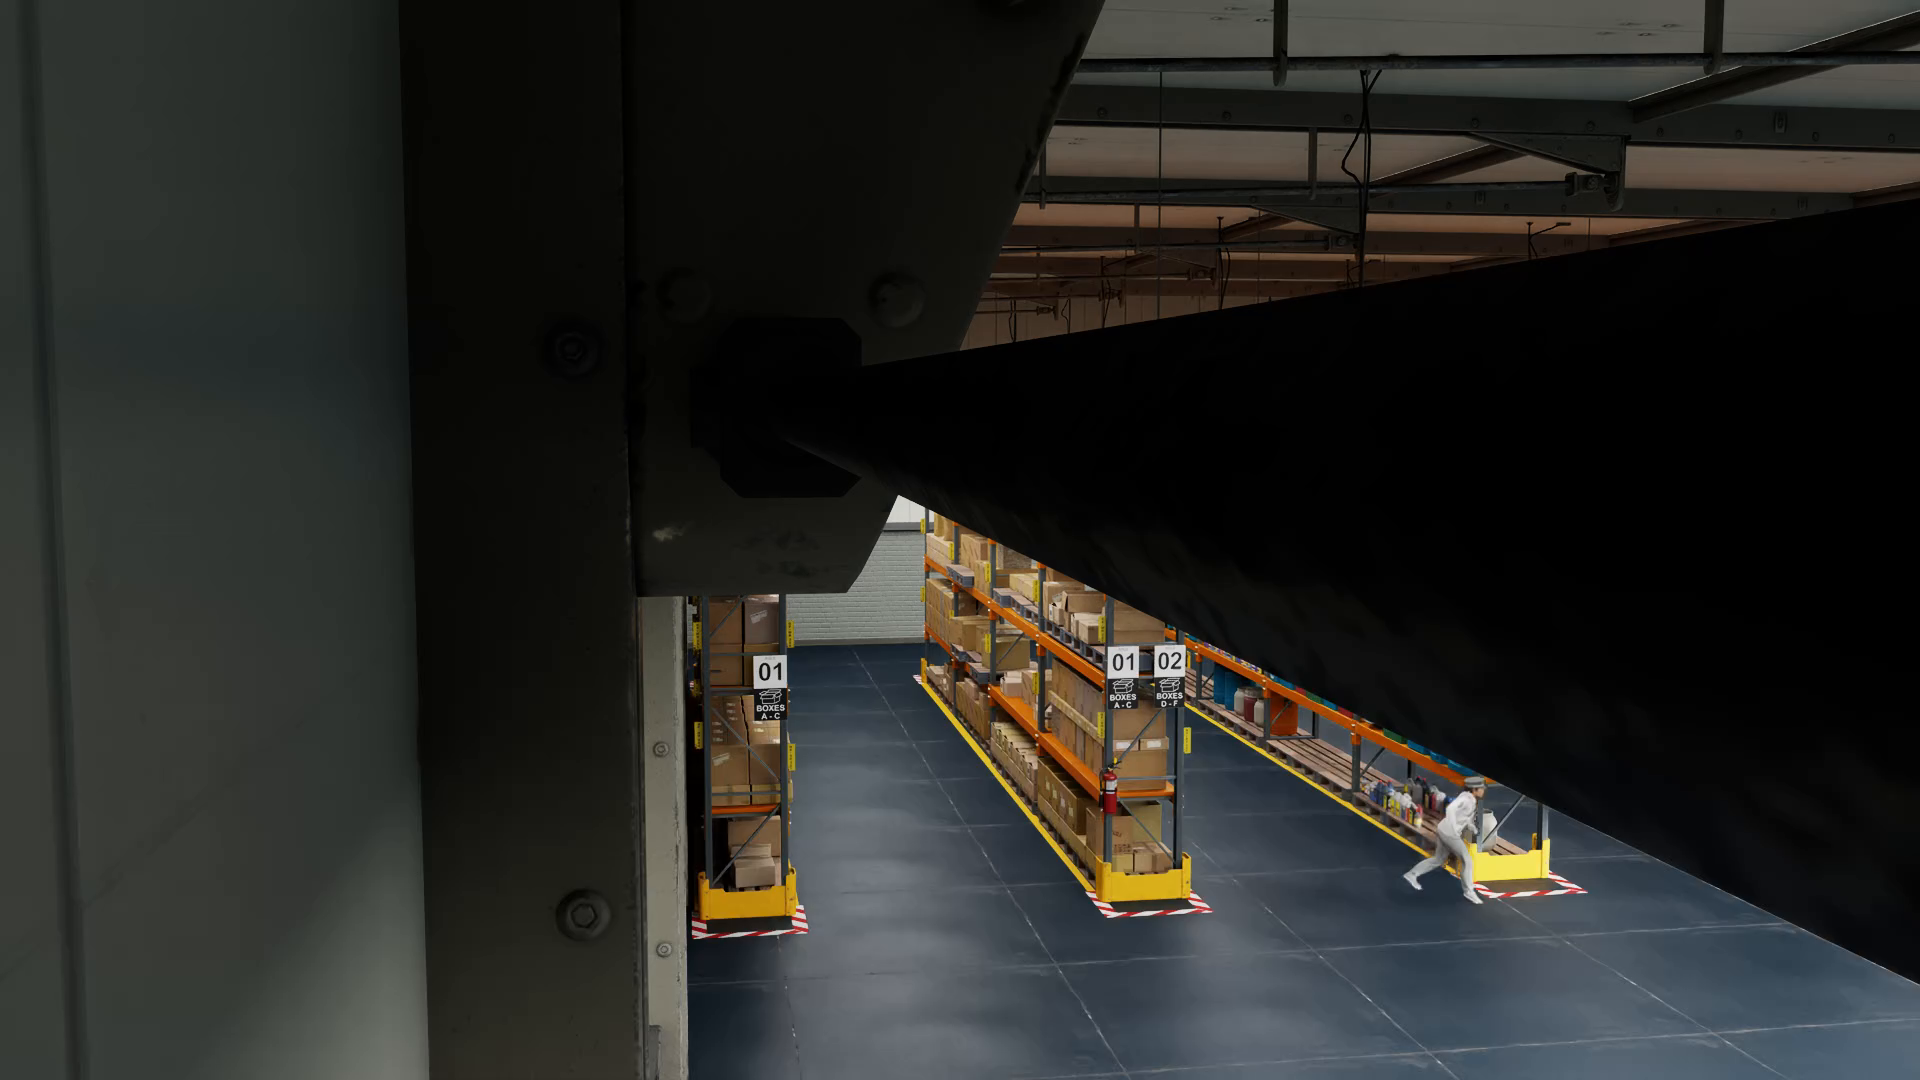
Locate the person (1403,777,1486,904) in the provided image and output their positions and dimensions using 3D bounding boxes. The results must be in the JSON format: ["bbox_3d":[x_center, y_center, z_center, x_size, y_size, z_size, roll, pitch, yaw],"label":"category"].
[{"bbox_3d":[6.043,3.735,20.748,0.980,1.628,0.655,2,5,19],"label":"person"}]

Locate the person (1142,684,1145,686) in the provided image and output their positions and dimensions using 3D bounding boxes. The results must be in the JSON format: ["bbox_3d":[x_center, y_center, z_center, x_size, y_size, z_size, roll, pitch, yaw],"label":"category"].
[{"bbox_3d":[3.633,2.563,33.374,0.574,1.696,0.642,-1,5,-6],"label":"person"}]
